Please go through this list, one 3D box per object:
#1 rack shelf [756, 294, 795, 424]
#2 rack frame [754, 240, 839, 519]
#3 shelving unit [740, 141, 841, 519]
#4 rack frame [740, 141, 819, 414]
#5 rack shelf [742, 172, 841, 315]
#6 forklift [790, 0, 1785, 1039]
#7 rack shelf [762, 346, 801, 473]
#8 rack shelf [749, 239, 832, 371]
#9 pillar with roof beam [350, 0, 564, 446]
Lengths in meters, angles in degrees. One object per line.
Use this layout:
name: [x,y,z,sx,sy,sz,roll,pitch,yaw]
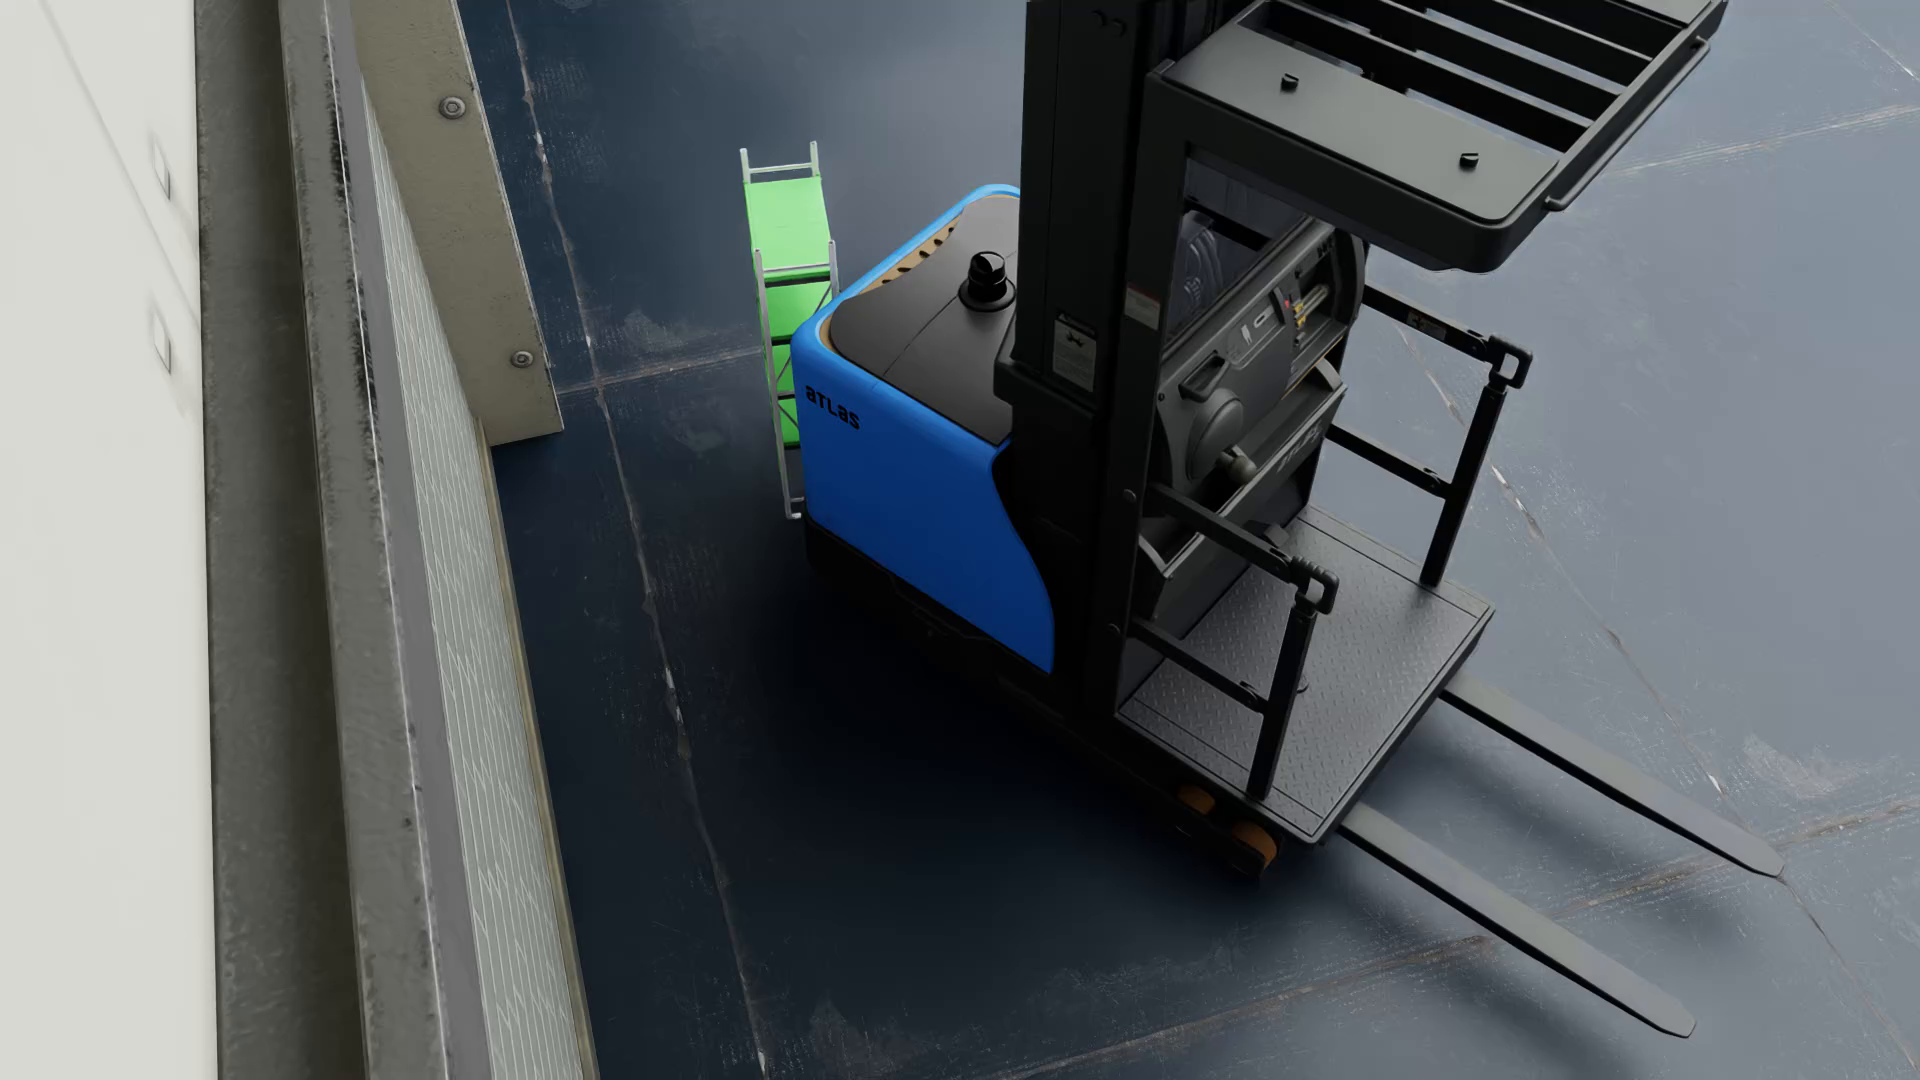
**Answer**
rack shelf: [-0.530,-0.624,5.575,0.258,0.148,0.480,-7,50,-6]
rack frame: [-0.490,-0.481,5.371,0.240,1.200,0.015,-7,50,-6]
shelving unit: [-0.530,-0.665,5.526,0.258,1.200,0.503,-7,50,-6]
rack frame: [-0.570,-0.849,5.681,0.240,1.200,0.015,-7,50,-6]
rack shelf: [-0.530,-0.934,5.208,0.258,0.148,0.480,-7,50,-6]
forklift: [0.944,-0.423,4.190,3.031,2.935,1.130,32,57,24]
rack shelf: [-0.530,-0.469,5.758,0.258,0.148,0.480,-7,50,-6]
rack shelf: [-0.530,-0.779,5.392,0.258,0.148,0.480,-7,50,-6]
pillar with roof beam: [2.458,-4.386,3.562,9.100,9.000,0.400,-13,51,-11]
